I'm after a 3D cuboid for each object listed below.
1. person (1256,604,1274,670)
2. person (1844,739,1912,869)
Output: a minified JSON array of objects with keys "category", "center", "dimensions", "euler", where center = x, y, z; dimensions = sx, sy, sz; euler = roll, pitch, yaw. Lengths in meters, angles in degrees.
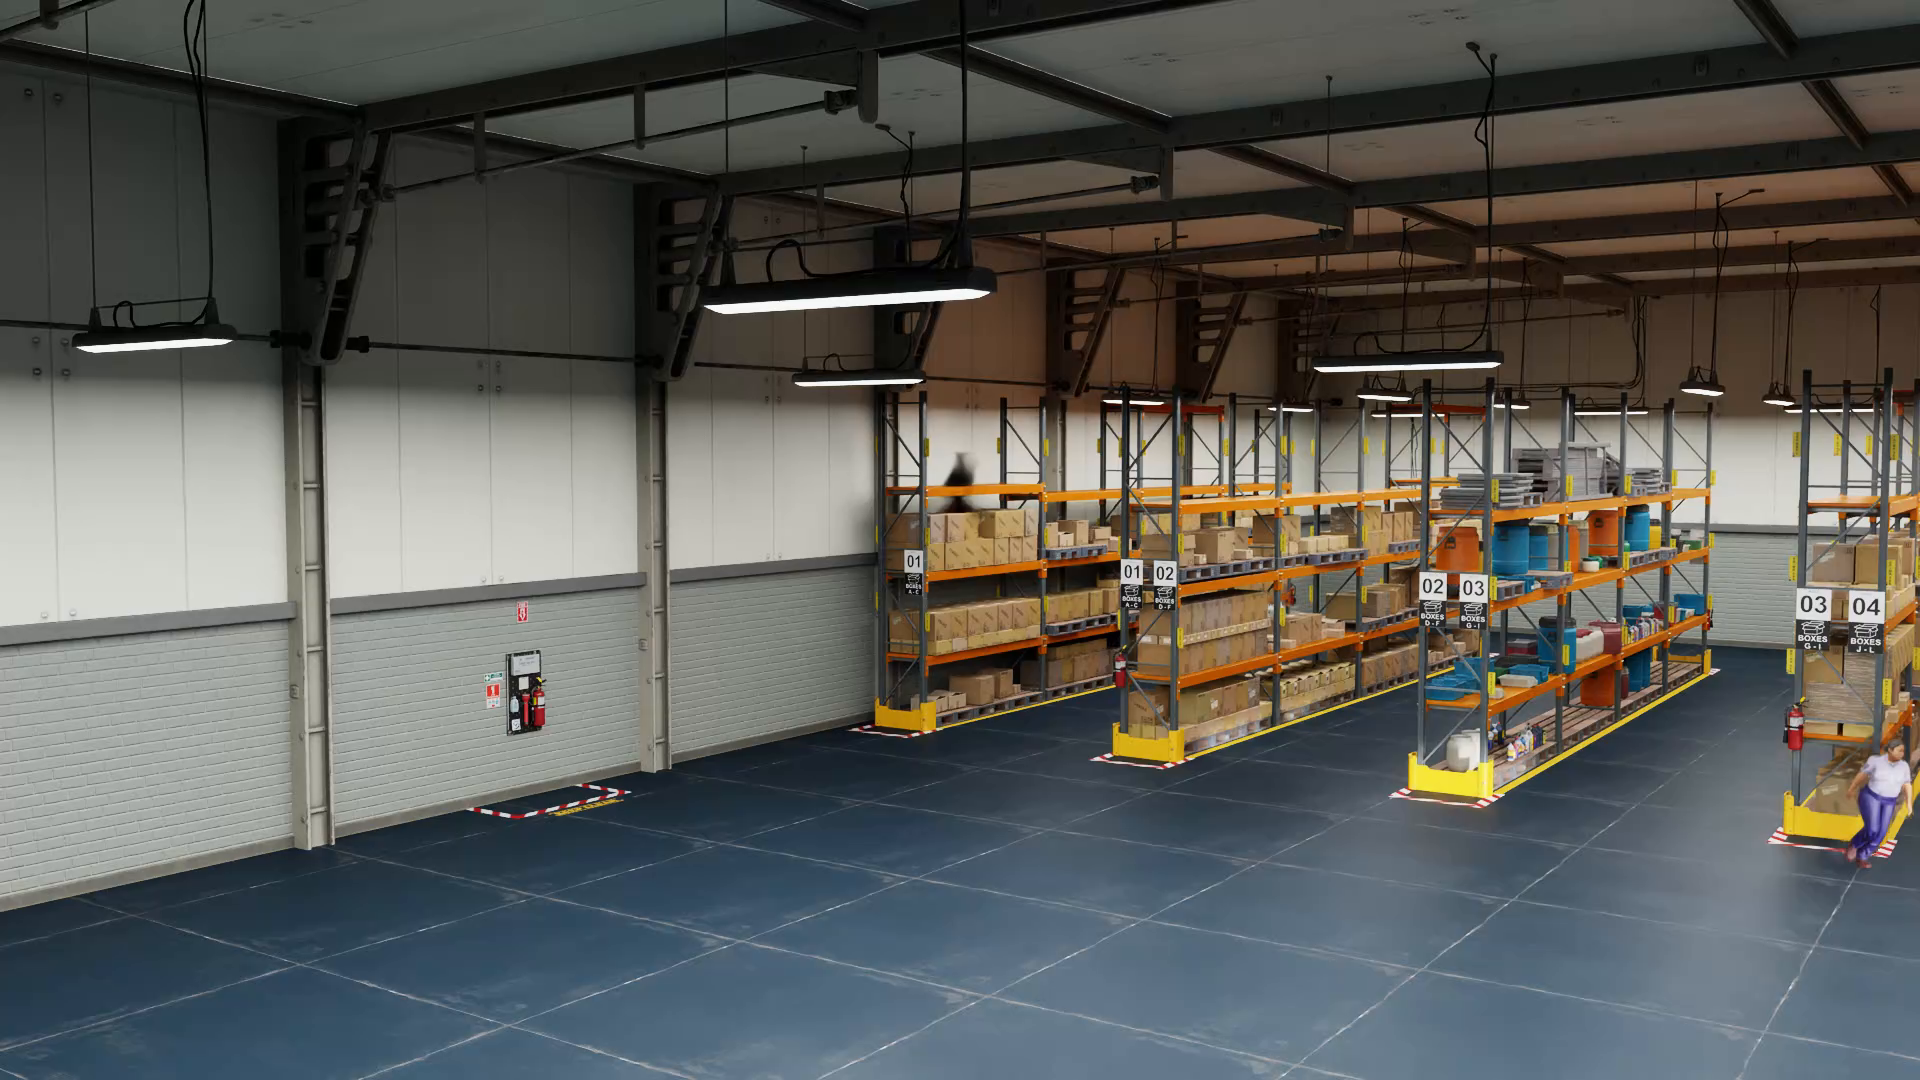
[{"category":"person","center":[6.871,2.053,37.844],"dimensions":[0.584,1.735,0.846],"euler":[2,4,32]},{"category":"person","center":[10.902,3.117,19.717],"dimensions":[0.643,1.578,0.679],"euler":[0,3,-1]}]
